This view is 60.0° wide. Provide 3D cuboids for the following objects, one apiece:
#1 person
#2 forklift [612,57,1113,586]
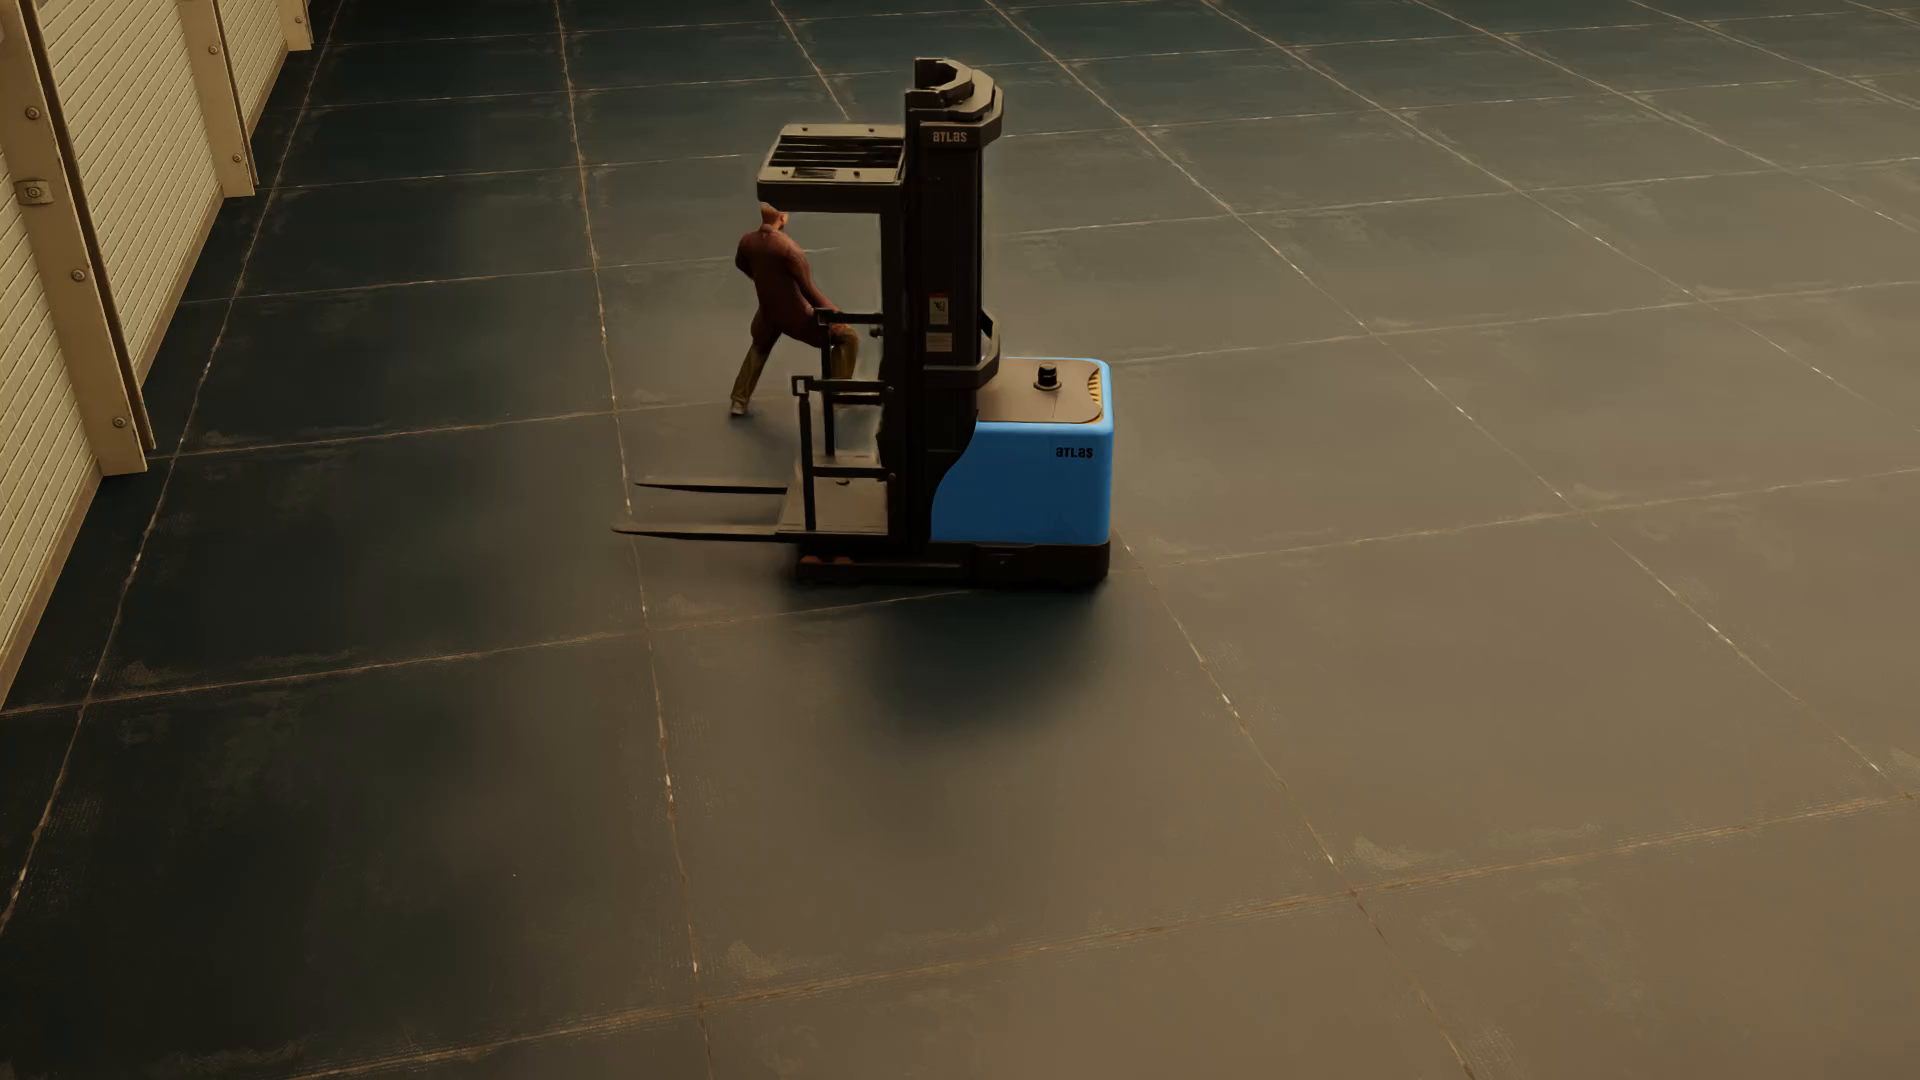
[{"bbox_3d":[-1.259,-1.654,11.776,1.003,1.650,0.751,24,38,35],"label":"person"},{"bbox_3d":[-0.599,-1.263,9.756,3.031,2.935,1.130,1,30,3],"label":"forklift"}]
